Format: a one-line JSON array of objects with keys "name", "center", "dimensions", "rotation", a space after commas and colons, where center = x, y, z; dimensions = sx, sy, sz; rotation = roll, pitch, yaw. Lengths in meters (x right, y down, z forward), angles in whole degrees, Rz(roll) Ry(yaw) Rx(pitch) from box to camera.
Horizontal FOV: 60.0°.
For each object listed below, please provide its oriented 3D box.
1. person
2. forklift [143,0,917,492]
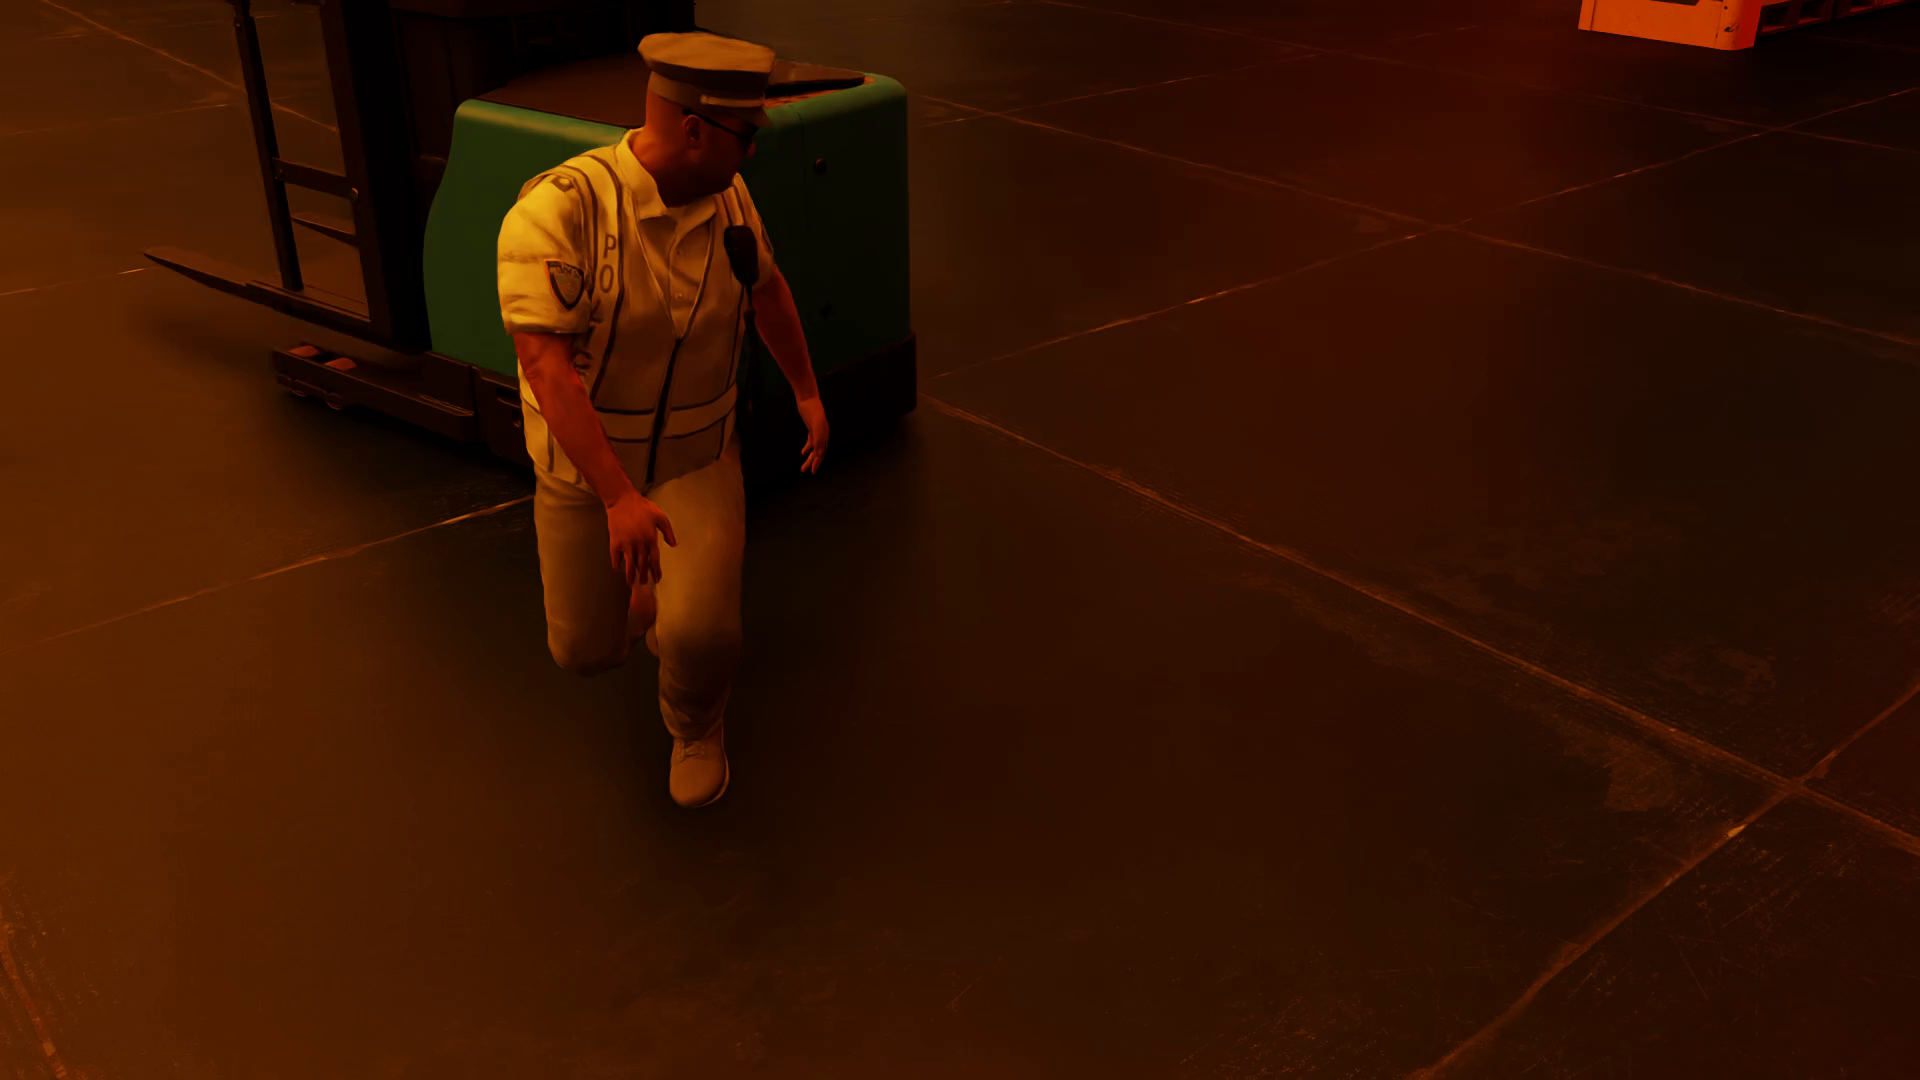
[{"name": "person", "center": [-0.553, -0.239, 3.322], "dimensions": [0.654, 1.531, 0.830], "rotation": [-8, 27, -15]}, {"name": "forklift", "center": [-1.617, -1.897, 5.026], "dimensions": [3.031, 2.935, 1.130], "rotation": [19, 32, 33]}]
